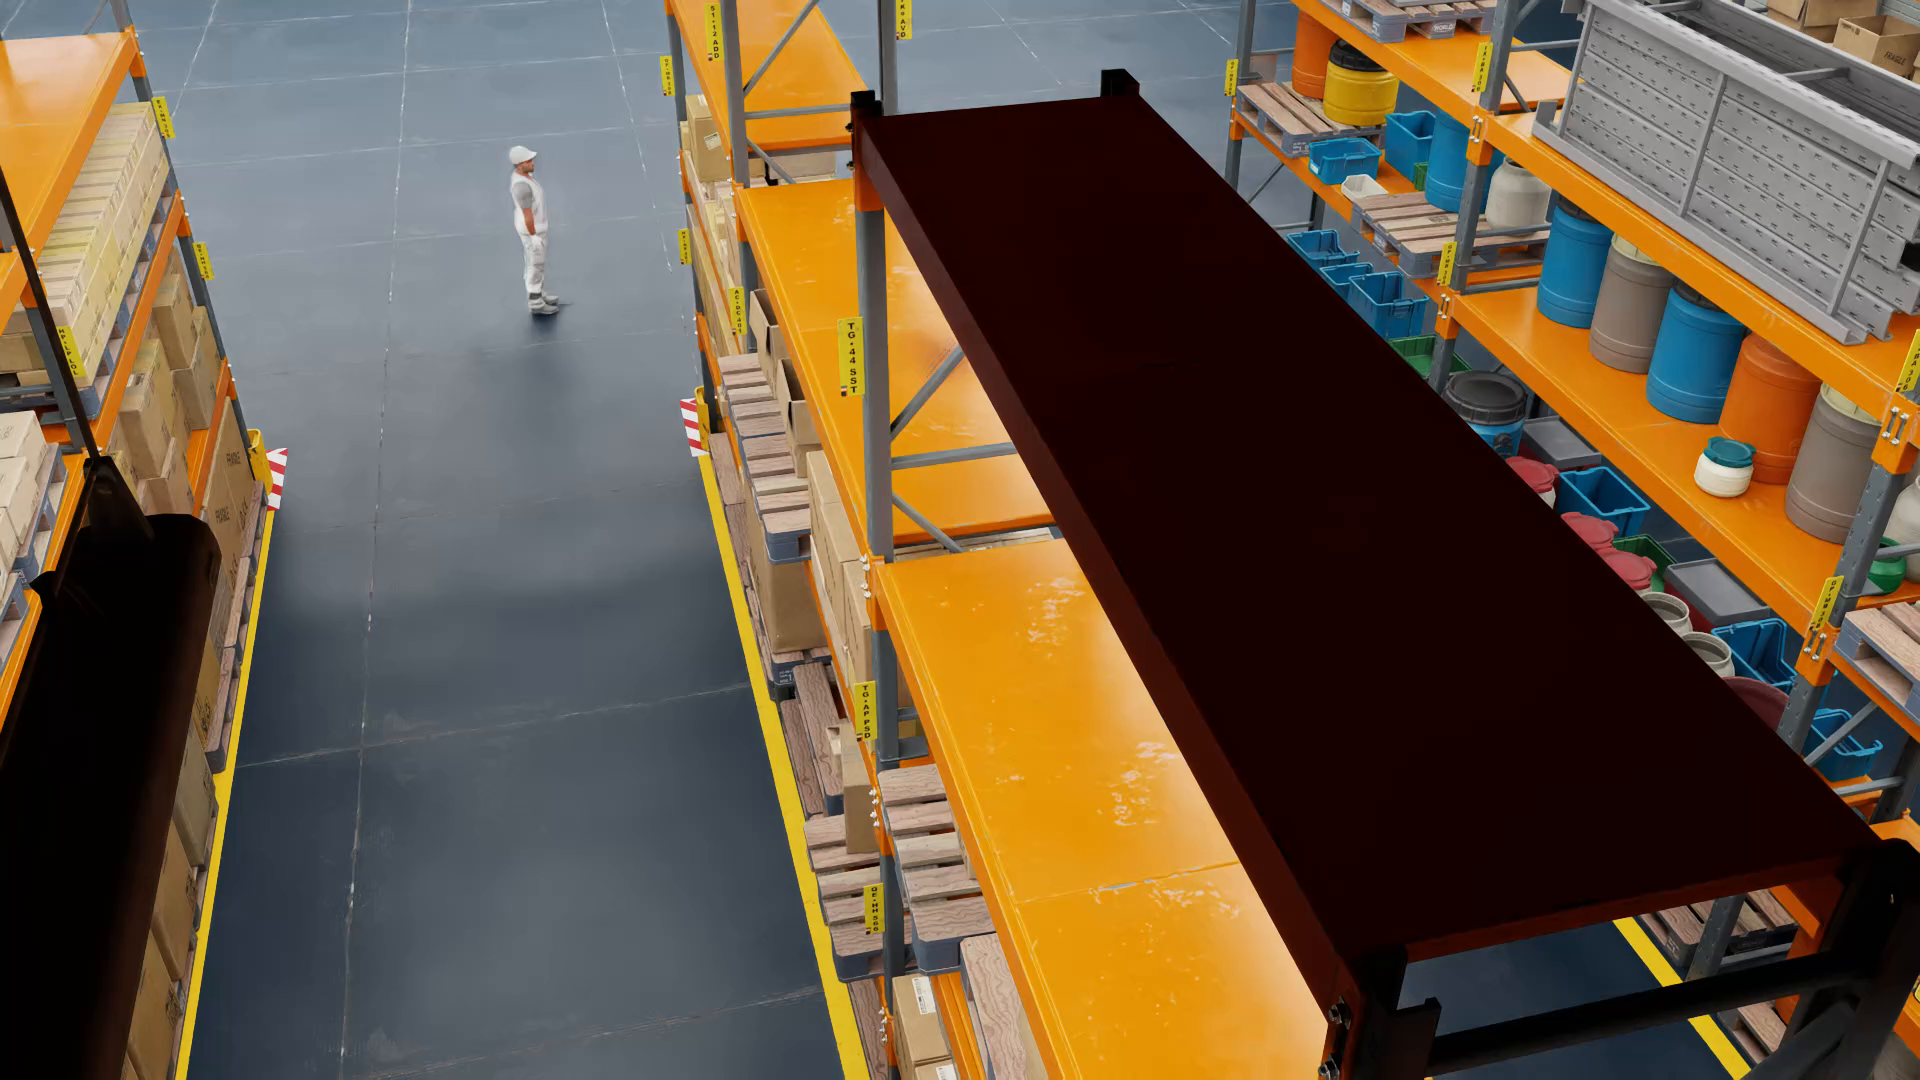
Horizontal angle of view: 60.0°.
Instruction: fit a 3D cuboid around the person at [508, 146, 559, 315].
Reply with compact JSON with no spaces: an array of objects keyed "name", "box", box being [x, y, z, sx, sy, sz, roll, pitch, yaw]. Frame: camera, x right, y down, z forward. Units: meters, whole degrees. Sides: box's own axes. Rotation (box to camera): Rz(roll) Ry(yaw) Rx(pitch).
[{"name":"person","box":[-4.416,-3.202,17.165,0.343,1.799,0.616,-13,36,-18]}]
